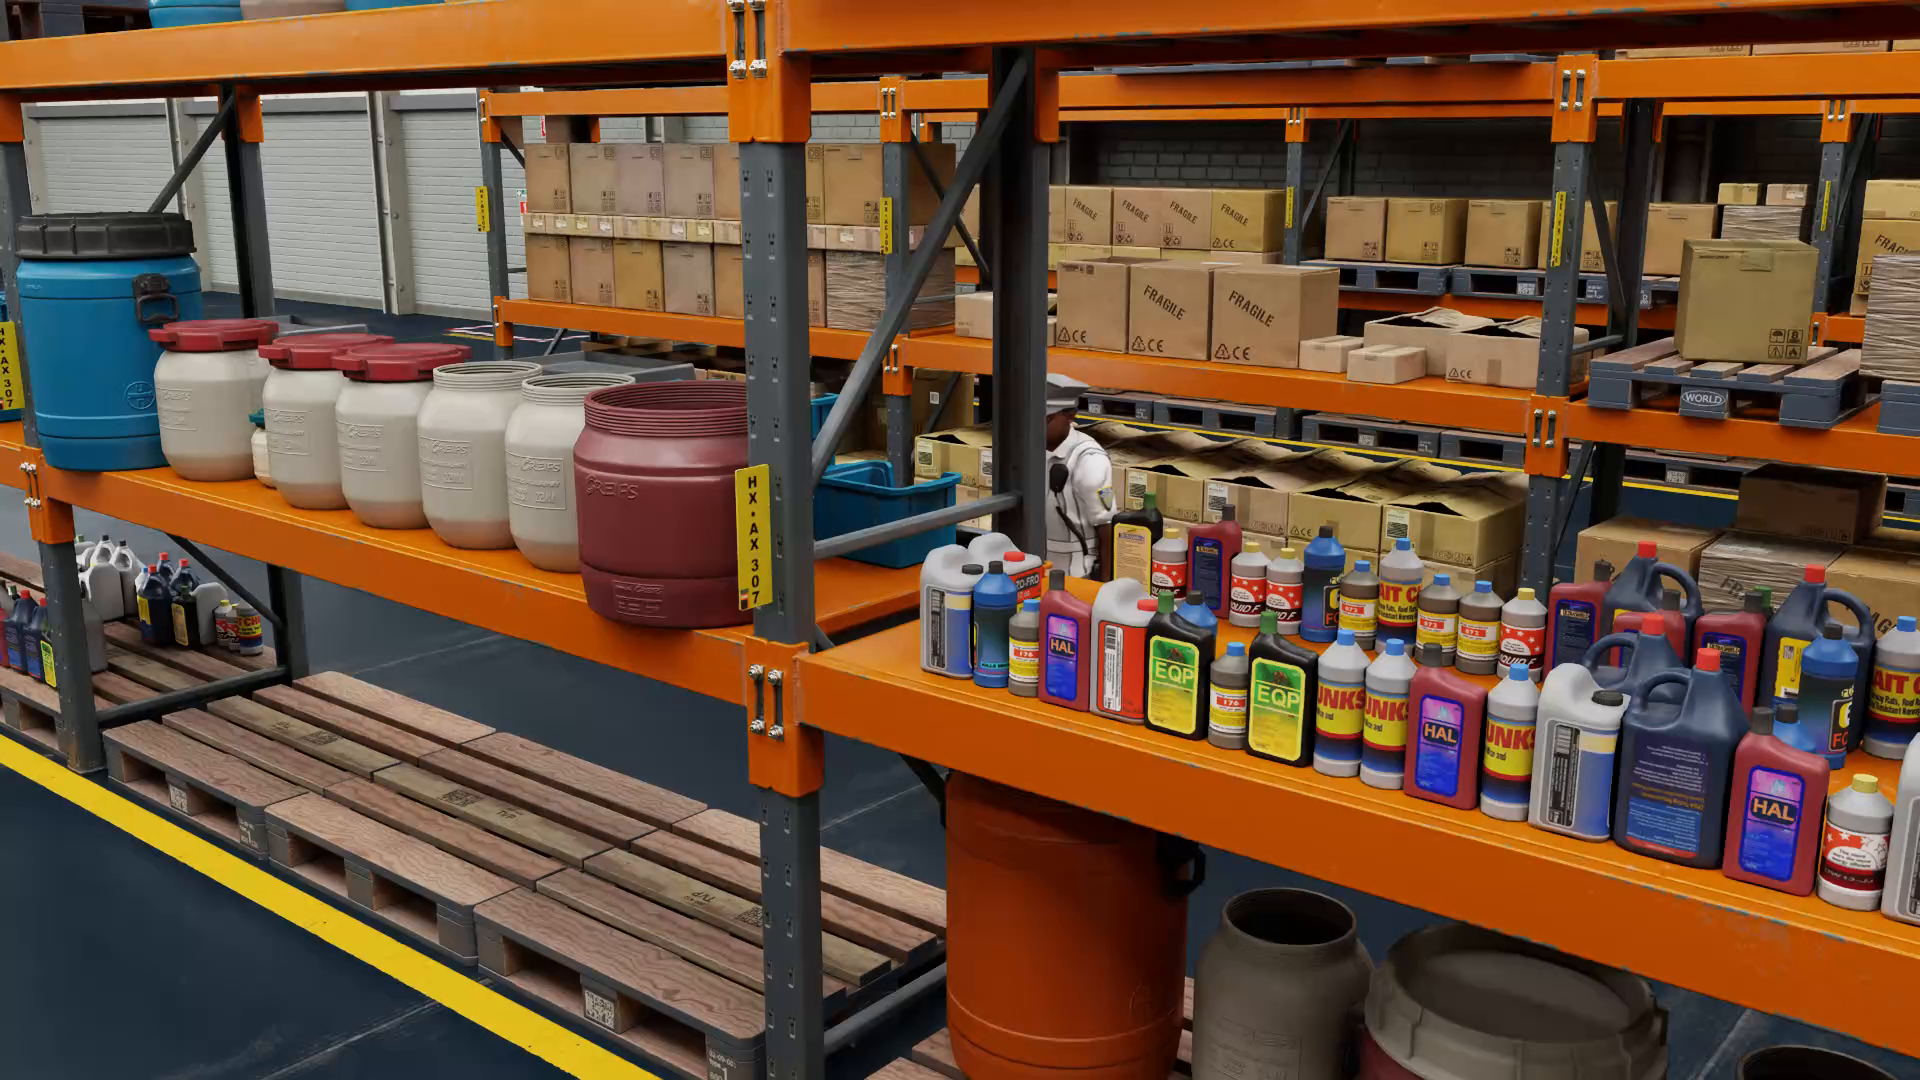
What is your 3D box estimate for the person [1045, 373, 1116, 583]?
[{"bbox_3d":[0.343,0.200,6.155,0.509,1.659,0.416,11,17,38],"label":"person"}]
